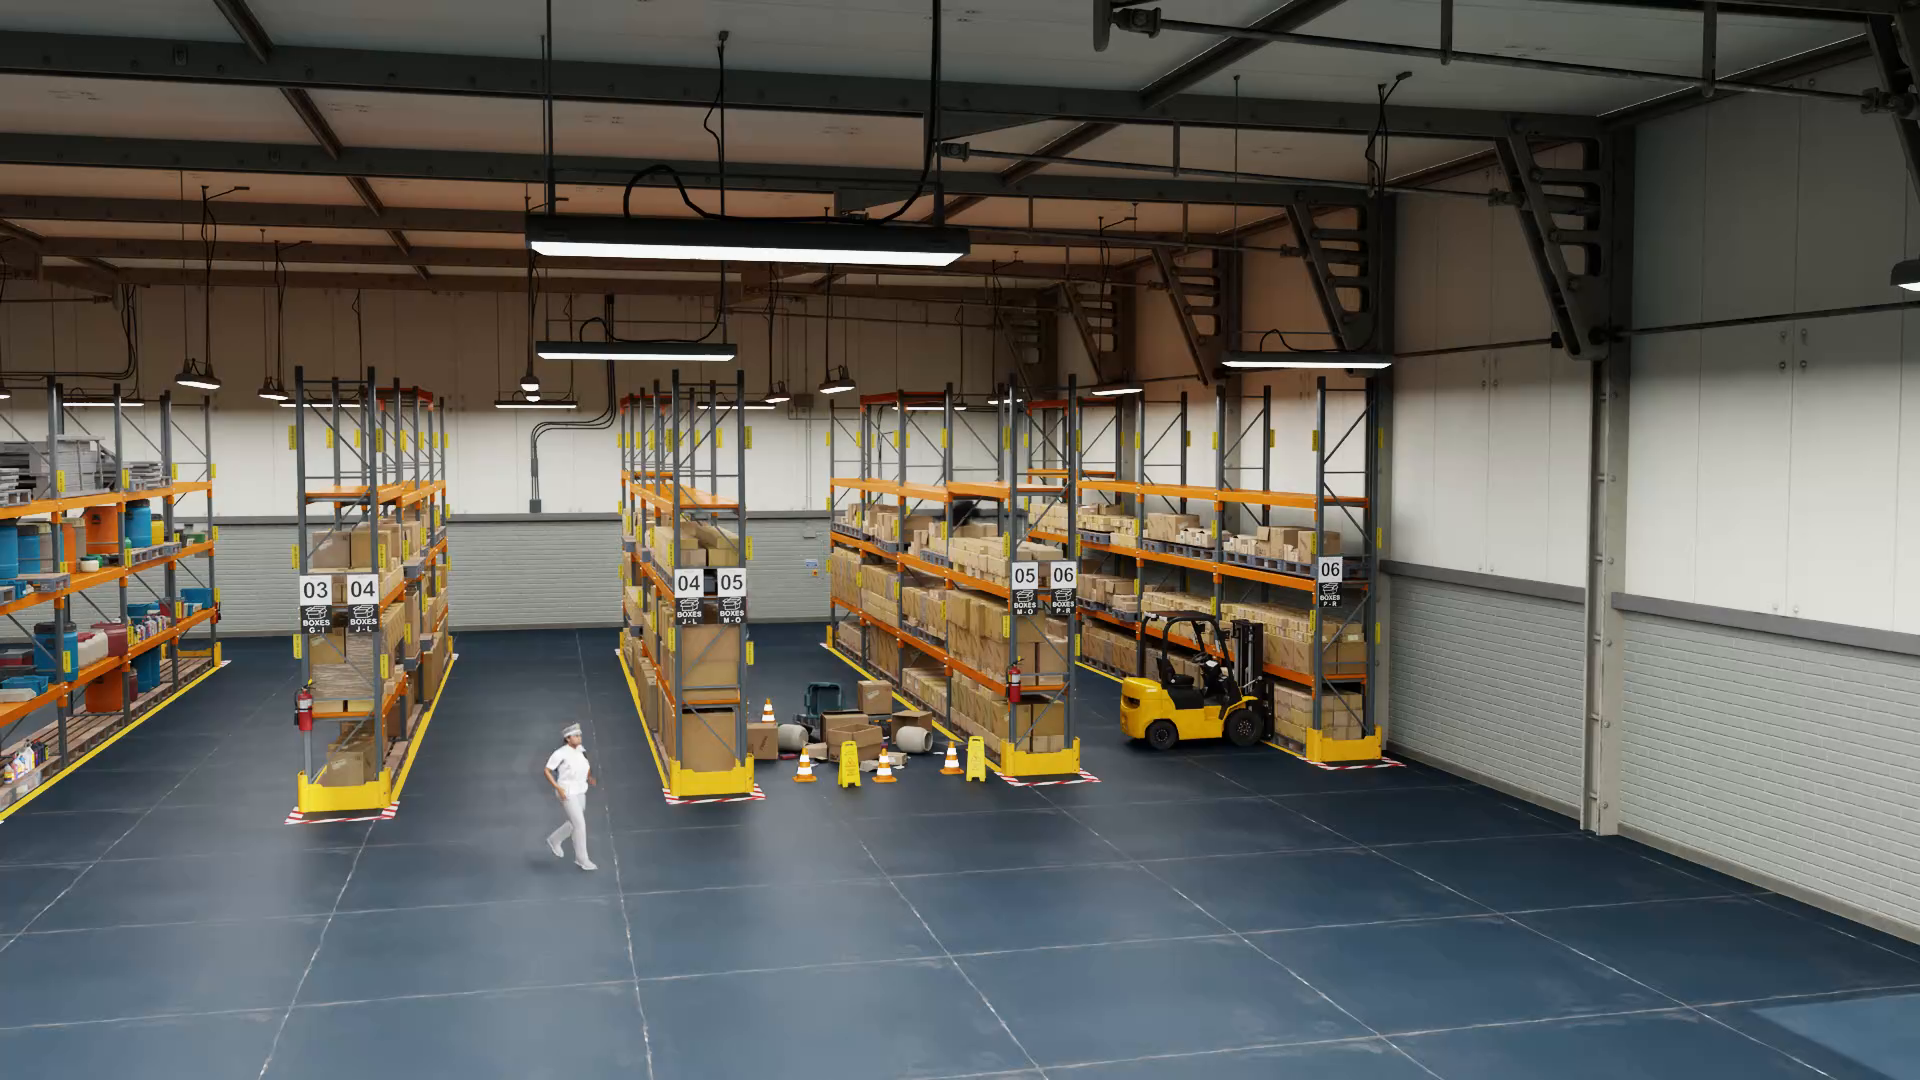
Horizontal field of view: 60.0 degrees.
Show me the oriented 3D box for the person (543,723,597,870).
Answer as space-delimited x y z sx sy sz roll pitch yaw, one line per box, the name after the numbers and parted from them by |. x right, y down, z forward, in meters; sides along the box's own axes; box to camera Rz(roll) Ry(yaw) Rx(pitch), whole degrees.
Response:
-4.605 2.997 19.591 0.794 1.705 0.587 2 4 26 | person
